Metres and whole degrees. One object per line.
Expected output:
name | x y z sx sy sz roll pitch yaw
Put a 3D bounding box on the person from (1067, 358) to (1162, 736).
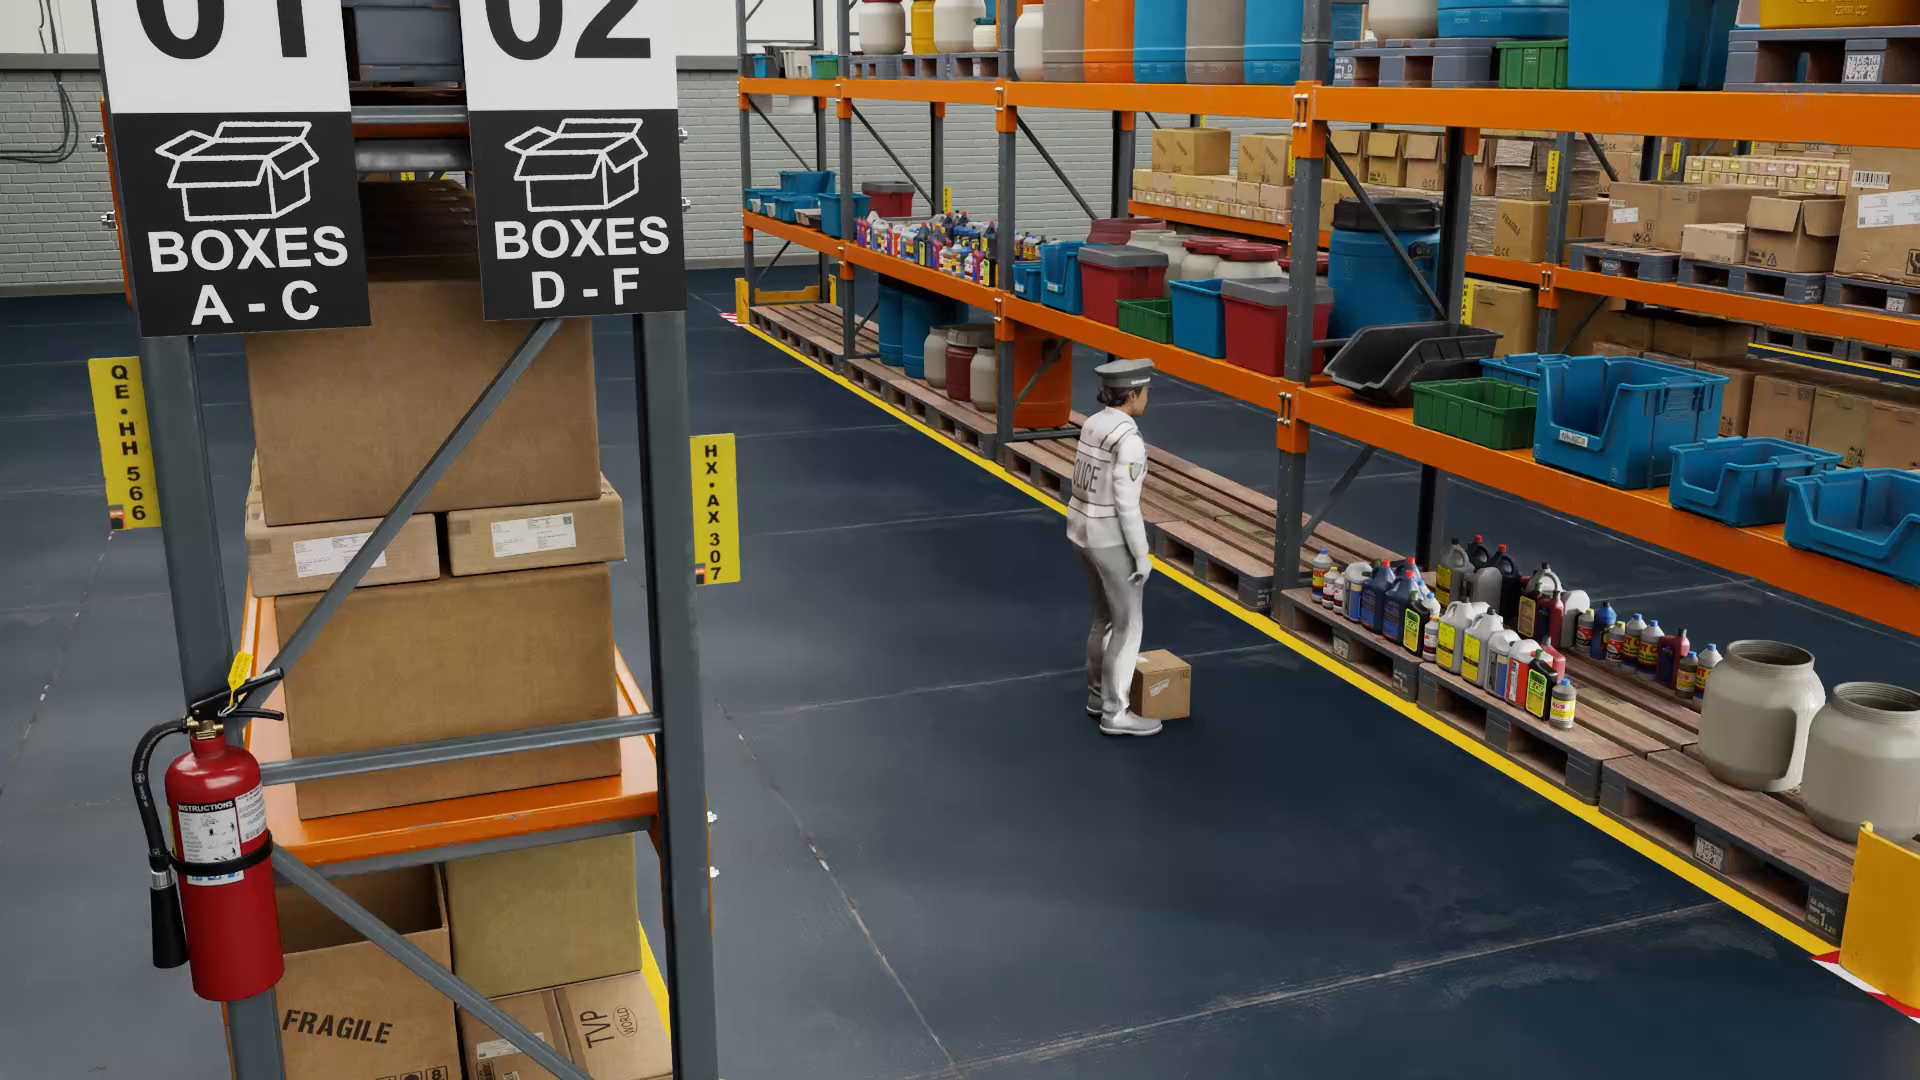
person | 0.695 0.022 7.441 0.403 1.663 0.529 -6 17 -20
